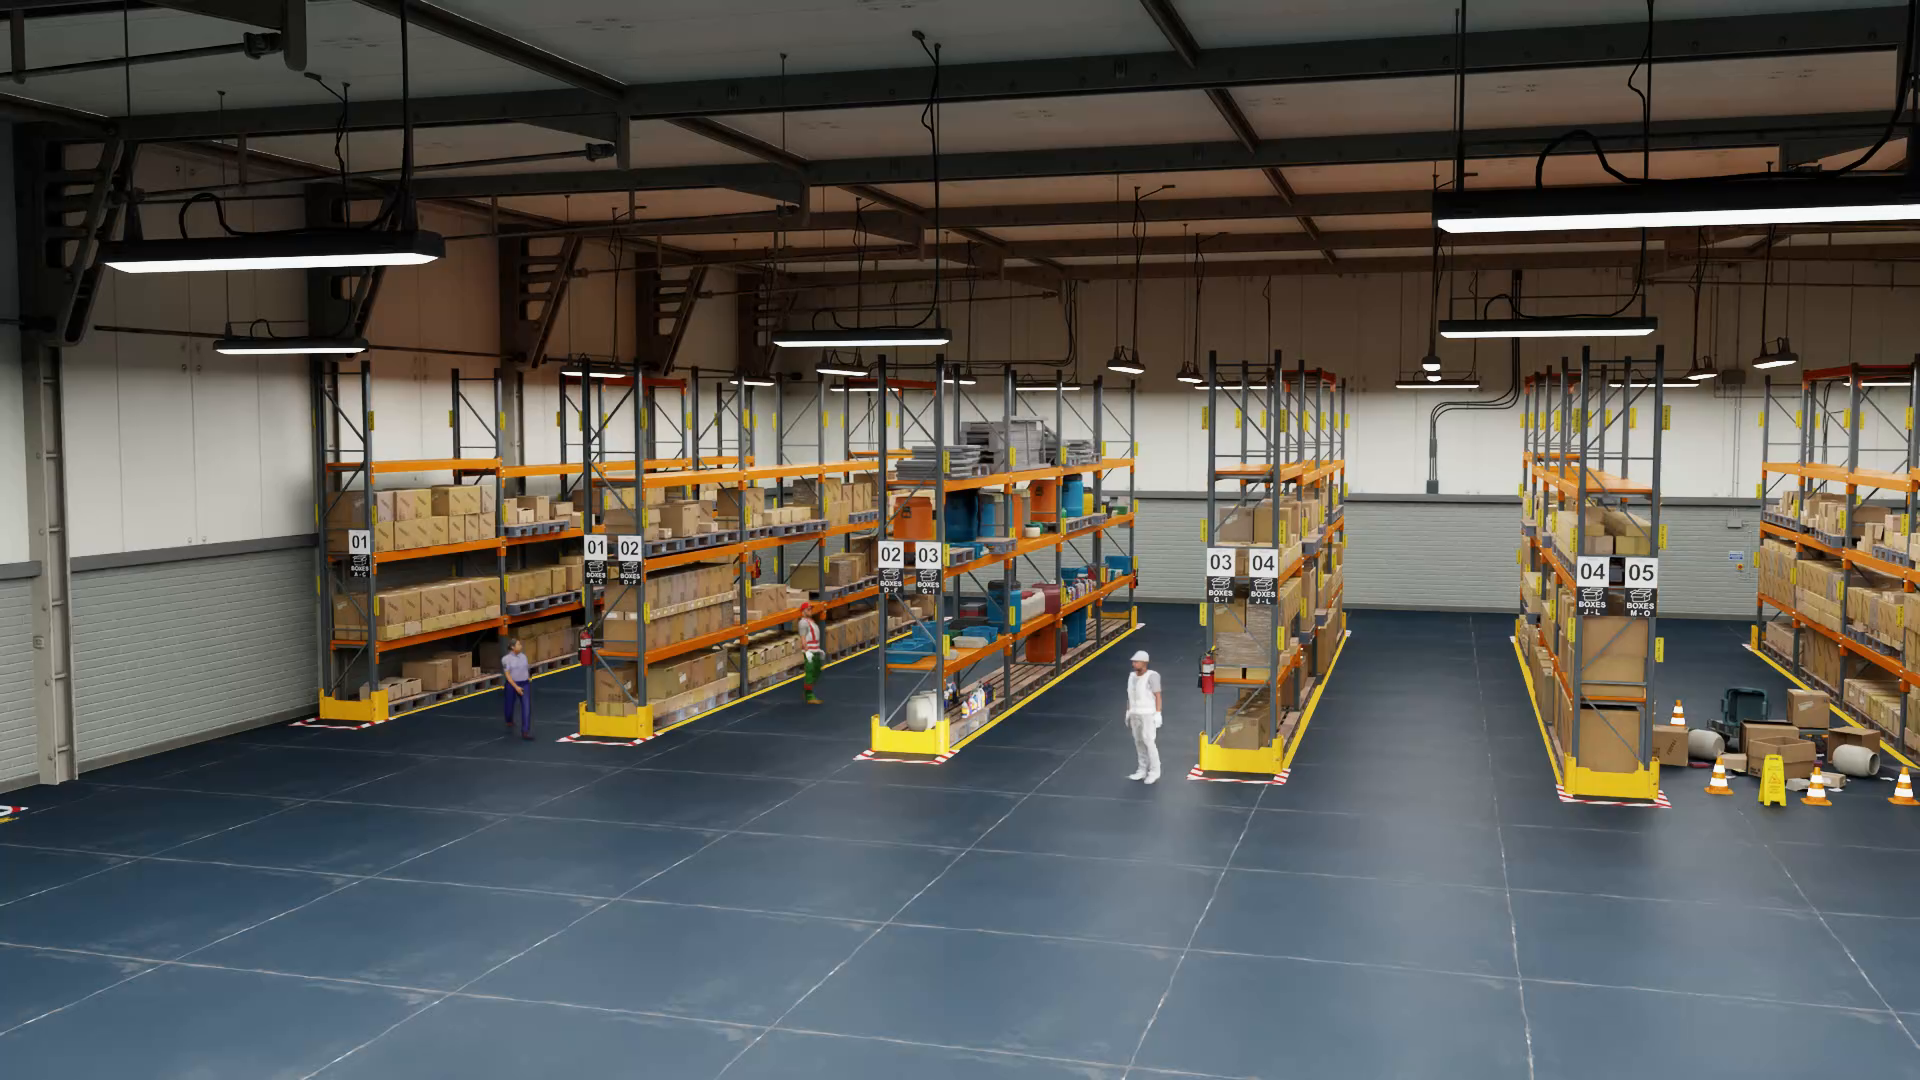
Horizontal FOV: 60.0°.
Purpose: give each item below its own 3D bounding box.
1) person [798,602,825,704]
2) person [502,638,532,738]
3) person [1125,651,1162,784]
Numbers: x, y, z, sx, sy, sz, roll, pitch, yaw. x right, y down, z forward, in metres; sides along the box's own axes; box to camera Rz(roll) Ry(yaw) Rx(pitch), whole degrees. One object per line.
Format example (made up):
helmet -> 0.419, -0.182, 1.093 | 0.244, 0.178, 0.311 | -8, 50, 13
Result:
person -> -2.631, 2.002, 29.425 | 0.446, 1.787, 0.599 | 0, 4, 3
person -> -7.037, 2.389, 26.447 | 0.457, 1.458, 0.986 | -2, 4, -22
person -> 2.543, 2.464, 23.224 | 0.383, 1.829, 0.611 | -3, 5, -38
